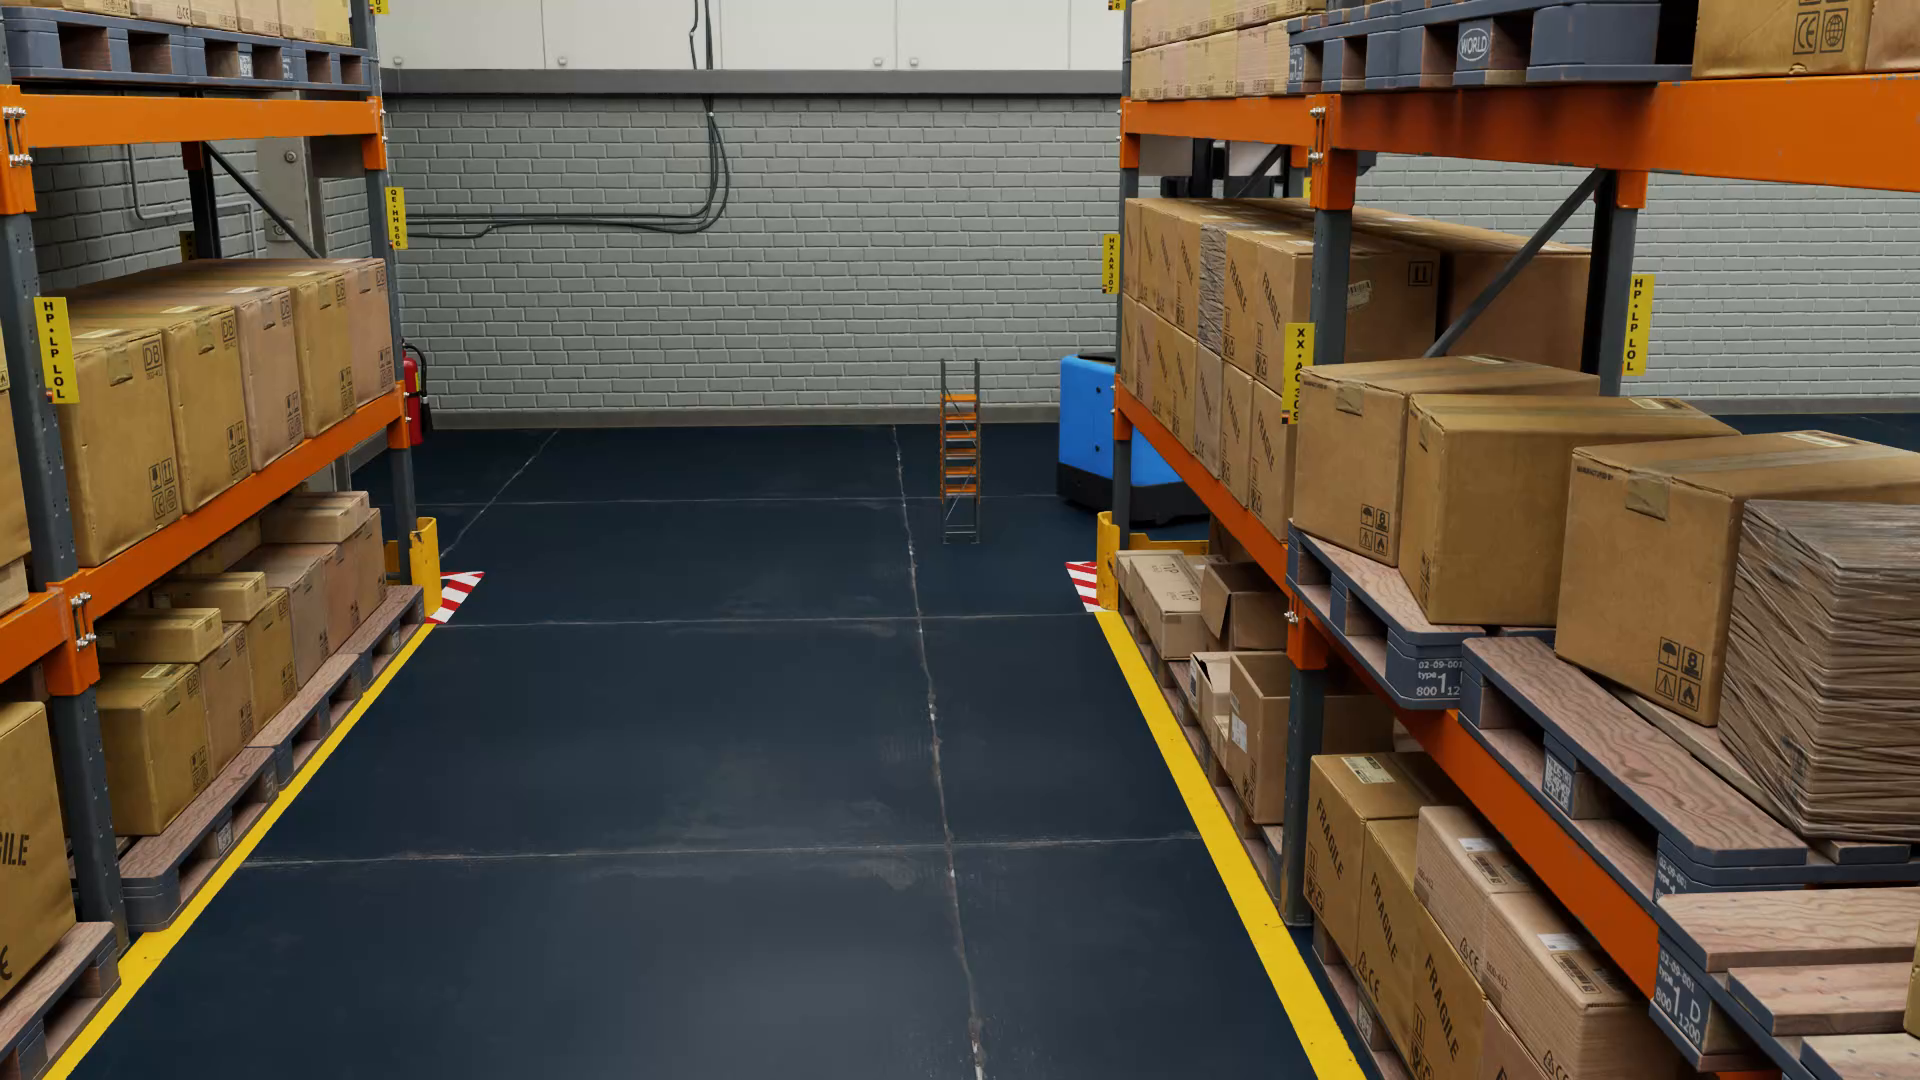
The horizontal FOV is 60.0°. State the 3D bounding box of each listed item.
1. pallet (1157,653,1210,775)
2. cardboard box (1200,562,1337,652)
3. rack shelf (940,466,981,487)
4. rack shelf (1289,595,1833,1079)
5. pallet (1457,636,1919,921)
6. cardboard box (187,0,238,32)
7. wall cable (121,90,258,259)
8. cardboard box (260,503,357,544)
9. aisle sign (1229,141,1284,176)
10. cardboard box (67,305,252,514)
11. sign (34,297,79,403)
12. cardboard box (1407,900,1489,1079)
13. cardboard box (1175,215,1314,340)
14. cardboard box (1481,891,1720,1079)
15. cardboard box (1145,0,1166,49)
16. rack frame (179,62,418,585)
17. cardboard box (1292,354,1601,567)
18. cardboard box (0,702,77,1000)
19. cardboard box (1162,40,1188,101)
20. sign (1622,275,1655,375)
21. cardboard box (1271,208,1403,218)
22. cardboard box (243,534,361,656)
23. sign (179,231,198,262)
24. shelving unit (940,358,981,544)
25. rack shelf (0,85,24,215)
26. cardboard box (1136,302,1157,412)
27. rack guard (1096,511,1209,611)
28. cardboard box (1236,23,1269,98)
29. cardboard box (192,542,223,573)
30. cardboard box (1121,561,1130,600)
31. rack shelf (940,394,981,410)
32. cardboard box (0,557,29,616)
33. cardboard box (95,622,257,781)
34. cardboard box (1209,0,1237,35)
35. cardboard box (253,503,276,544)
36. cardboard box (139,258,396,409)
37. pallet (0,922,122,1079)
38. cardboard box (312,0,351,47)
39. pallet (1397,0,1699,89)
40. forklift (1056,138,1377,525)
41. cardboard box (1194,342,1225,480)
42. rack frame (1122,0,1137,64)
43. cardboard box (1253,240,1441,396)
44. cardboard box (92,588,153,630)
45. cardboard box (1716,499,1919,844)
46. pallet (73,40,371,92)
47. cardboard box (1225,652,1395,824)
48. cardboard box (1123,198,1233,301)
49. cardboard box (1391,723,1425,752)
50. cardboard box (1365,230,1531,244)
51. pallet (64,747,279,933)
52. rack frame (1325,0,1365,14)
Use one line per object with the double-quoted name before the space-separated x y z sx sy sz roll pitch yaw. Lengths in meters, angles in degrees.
"pallet" 1.510 0.751 7.684 1.003 0.211 1.213 -1 14 -3
"cardboard box" 1.508 0.404 7.563 0.797 0.503 0.637 -1 14 -3
"rack shelf" 0.001 -0.418 10.904 0.258 0.103 0.180 -1 14 -3
"rack shelf" 1.754 0.721 3.647 1.077 0.370 4.000 -1 14 -3
"pallet" 1.753 0.480 3.528 1.003 0.211 1.213 -1 14 -3
"cardboard box" -3.150 -2.109 6.443 0.500 0.250 0.500 -1 14 -5
"wall cable" -4.585 -1.838 10.111 0.084 1.984 1.851 -1 14 -3
"cardboard box" -3.212 -0.084 8.204 0.380 0.149 0.250 0 14 -2
"aisle sign" 1.684 -2.400 9.118 0.394 0.787 0.004 -1 14 -3
"cardboard box" -3.371 -0.509 6.384 0.980 0.700 0.700 -1 14 -5
"sign" -2.773 -0.580 5.098 0.100 0.325 0.005 -1 14 -3
"cardboard box" 1.484 1.254 4.267 0.500 0.500 0.500 -1 14 -3
"cardboard box" 1.245 -1.157 7.296 0.500 0.500 0.500 -1 14 -4
"cardboard box" 1.510 1.007 3.720 0.500 0.250 0.500 -1 14 -4
"cardboard box" 1.178 -2.485 7.944 0.500 0.250 0.500 -1 14 -3
"rack frame" -3.562 -1.042 9.056 1.000 3.000 0.127 -1 14 -3
"cardboard box" 1.436 -0.255 4.955 0.700 0.500 0.500 -6 16 -22
"cardboard box" -3.144 0.950 4.785 0.750 0.750 0.750 -1 14 -3
"cardboard box" 1.211 -2.119 7.523 0.500 0.250 0.500 -1 14 -3
"sign" 2.184 -0.695 5.383 0.100 0.325 0.005 -1 14 -3
"cardboard box" 1.753 -1.291 7.817 0.500 0.500 0.500 0 14 -2
"cardboard box" -3.387 0.262 8.161 0.700 0.500 0.500 -1 14 -4
"sign" -4.116 -1.493 8.911 0.100 0.325 0.005 -1 14 -3
"shelving unit" 0.001 -0.577 10.863 0.258 1.200 0.189 -1 14 -3
"rack shelf" -3.190 -0.654 2.973 1.077 0.370 4.000 -1 14 -3
"cardboard box" 1.184 -0.925 8.402 0.500 0.500 0.500 -1 14 -4
"rack guard" 1.387 0.110 9.595 1.175 0.500 0.348 -1 14 -3
"cardboard box" 1.314 -1.746 6.074 0.500 0.250 0.500 -1 14 -3
"cardboard box" -3.546 0.111 7.448 0.380 0.149 0.250 -1 14 -3
"cardboard box" 1.081 0.211 8.988 0.380 0.166 0.250 -1 14 -3
"rack shelf" 0.001 -0.883 10.784 0.258 0.103 0.180 -1 14 -3
"cardboard box" -3.010 0.144 4.909 0.380 0.149 0.250 -1 14 -3
"cardboard box" -3.286 0.647 6.664 0.700 0.500 0.500 -1 14 -4
"cardboard box" 1.273 -2.112 6.494 0.500 0.250 0.500 -1 14 -3
"cardboard box" -3.594 -0.078 8.183 0.380 0.149 0.250 -1 14 -3
"cardboard box" -3.520 -1.061 8.527 0.980 0.700 0.700 0 14 -1
"pallet" -3.191 1.494 4.796 1.003 0.211 1.213 -1 14 -3
"cardboard box" -3.251 -2.496 7.945 0.500 0.250 0.500 0 14 -2
"pallet" 1.668 -1.065 3.504 1.213 0.211 1.003 -1 14 -3
"forklift" 2.240 -1.764 12.002 3.031 2.935 1.130 -8 16 -28
"cardboard box" 1.276 -0.549 6.941 0.500 0.500 0.500 -1 14 -2
"rack frame" 1.382 -4.025 8.610 1.000 3.000 0.127 -1 14 -3
"cardboard box" 1.340 -0.779 5.827 0.500 0.500 0.500 -1 14 -3
"cardboard box" -3.499 0.301 6.709 0.380 0.149 0.250 -1 14 -5
"cardboard box" 1.860 0.233 3.057 0.700 0.500 0.500 2 15 7
"pallet" -3.505 -2.267 7.977 1.003 0.211 1.213 -1 14 -3
"cardboard box" 1.312 0.736 6.281 0.500 0.500 0.500 -1 14 -3
"cardboard box" 1.147 -1.538 8.775 0.500 0.500 0.500 0 14 -2
"cardboard box" 1.820 0.857 6.190 0.500 0.311 0.500 -1 14 -3
"cardboard box" 1.849 -0.907 6.325 0.500 0.500 0.500 -1 14 -5
"pallet" -3.283 1.113 6.277 1.003 0.211 1.213 -1 14 -3
"rack frame" 1.630 -3.030 4.743 1.000 3.000 0.127 -1 14 -3
